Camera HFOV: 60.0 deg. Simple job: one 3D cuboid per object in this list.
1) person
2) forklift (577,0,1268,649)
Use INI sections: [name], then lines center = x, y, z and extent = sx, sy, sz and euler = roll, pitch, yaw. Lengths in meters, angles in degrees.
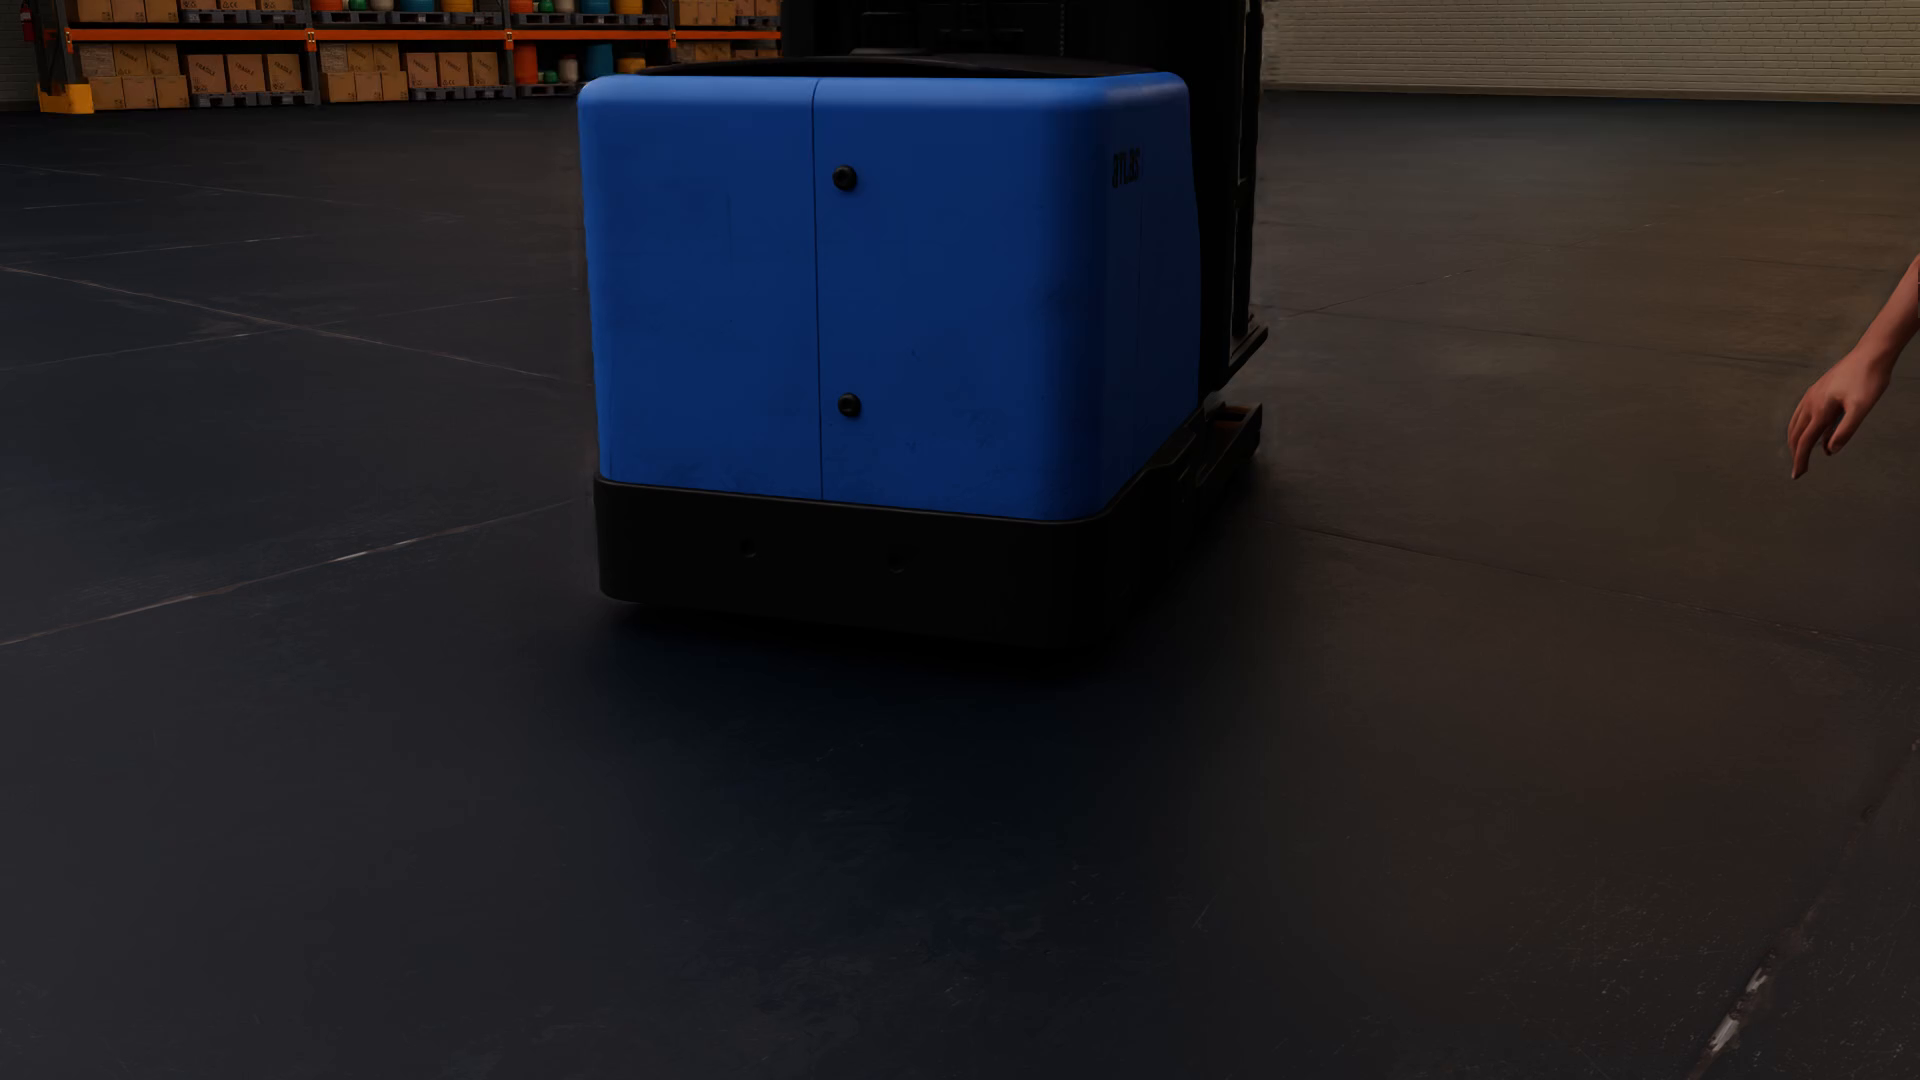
[person]
center = 1.040, 0.032, 1.362
extent = 0.676, 1.478, 0.755
euler = 8, 19, 26
[forklift]
center = 0.213, -1.591, 4.138
extent = 1.130, 2.935, 3.031
euler = 5, 18, 17
